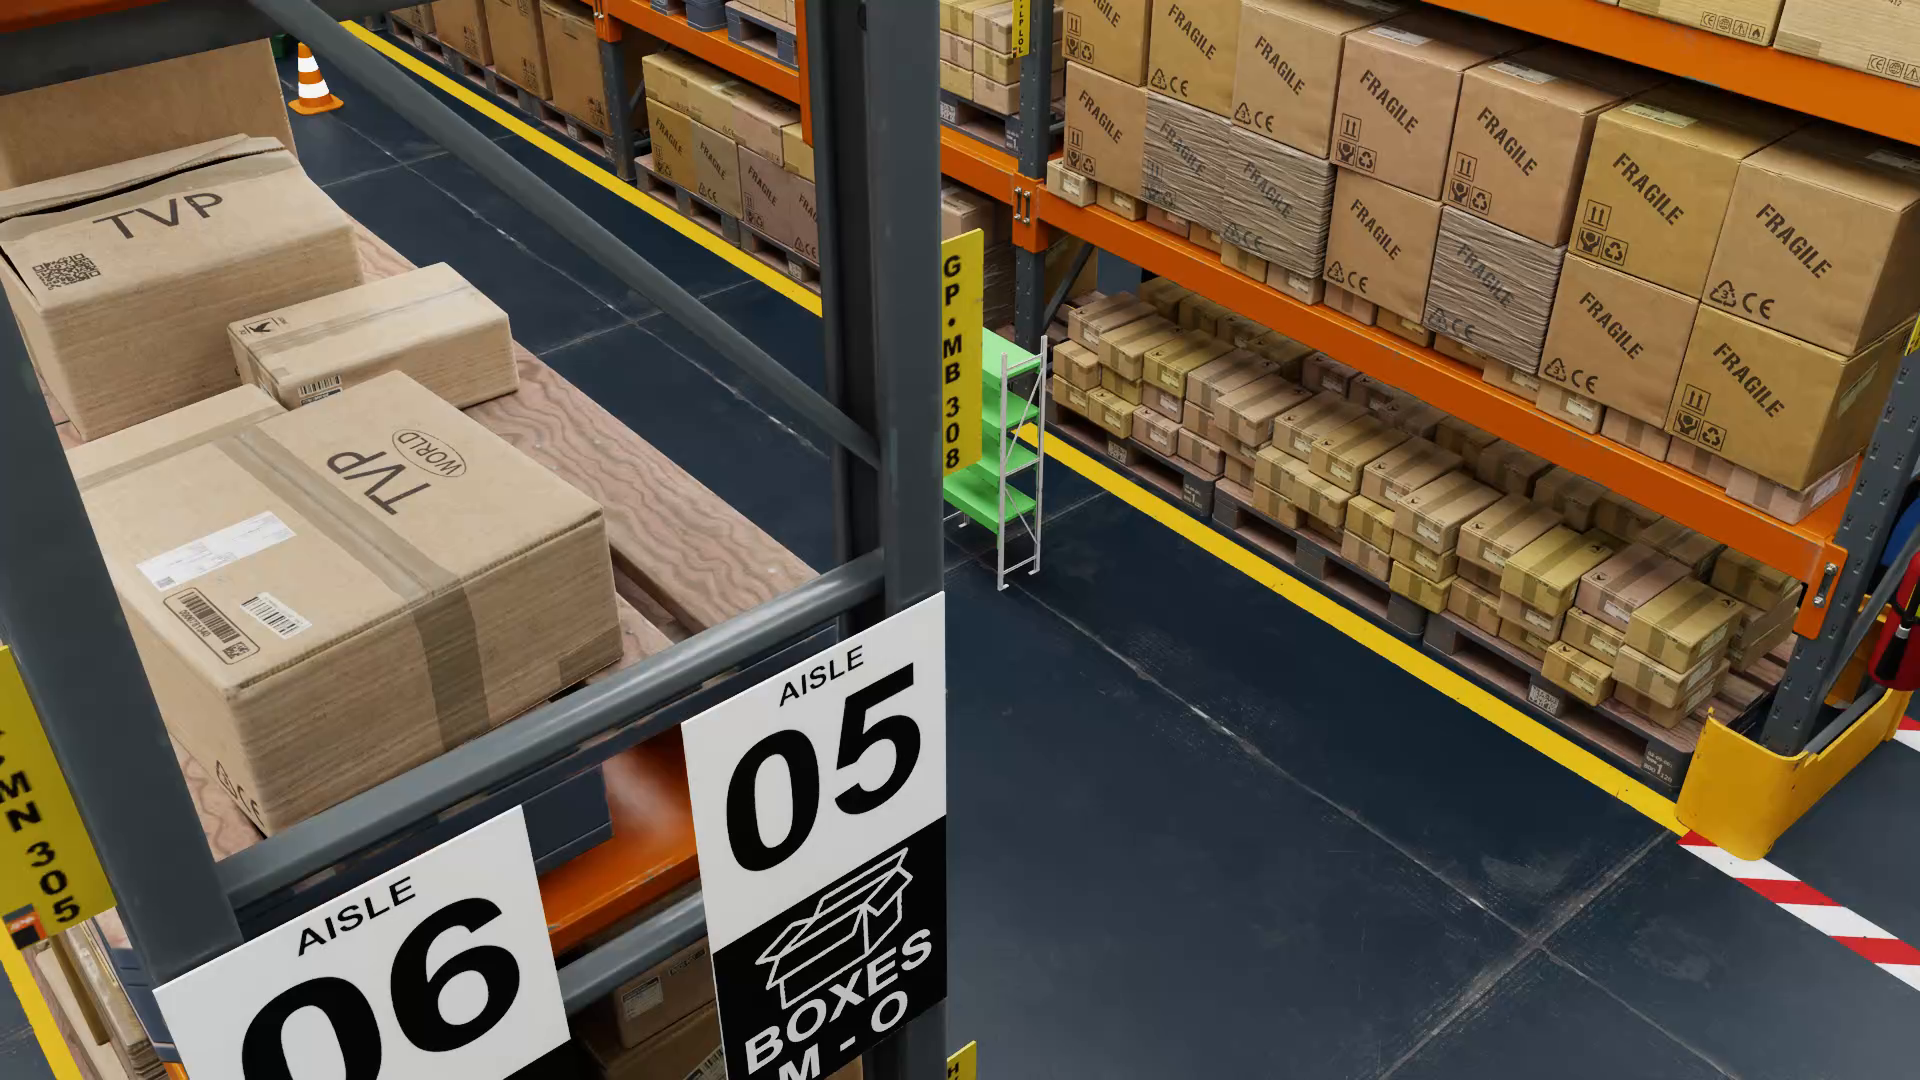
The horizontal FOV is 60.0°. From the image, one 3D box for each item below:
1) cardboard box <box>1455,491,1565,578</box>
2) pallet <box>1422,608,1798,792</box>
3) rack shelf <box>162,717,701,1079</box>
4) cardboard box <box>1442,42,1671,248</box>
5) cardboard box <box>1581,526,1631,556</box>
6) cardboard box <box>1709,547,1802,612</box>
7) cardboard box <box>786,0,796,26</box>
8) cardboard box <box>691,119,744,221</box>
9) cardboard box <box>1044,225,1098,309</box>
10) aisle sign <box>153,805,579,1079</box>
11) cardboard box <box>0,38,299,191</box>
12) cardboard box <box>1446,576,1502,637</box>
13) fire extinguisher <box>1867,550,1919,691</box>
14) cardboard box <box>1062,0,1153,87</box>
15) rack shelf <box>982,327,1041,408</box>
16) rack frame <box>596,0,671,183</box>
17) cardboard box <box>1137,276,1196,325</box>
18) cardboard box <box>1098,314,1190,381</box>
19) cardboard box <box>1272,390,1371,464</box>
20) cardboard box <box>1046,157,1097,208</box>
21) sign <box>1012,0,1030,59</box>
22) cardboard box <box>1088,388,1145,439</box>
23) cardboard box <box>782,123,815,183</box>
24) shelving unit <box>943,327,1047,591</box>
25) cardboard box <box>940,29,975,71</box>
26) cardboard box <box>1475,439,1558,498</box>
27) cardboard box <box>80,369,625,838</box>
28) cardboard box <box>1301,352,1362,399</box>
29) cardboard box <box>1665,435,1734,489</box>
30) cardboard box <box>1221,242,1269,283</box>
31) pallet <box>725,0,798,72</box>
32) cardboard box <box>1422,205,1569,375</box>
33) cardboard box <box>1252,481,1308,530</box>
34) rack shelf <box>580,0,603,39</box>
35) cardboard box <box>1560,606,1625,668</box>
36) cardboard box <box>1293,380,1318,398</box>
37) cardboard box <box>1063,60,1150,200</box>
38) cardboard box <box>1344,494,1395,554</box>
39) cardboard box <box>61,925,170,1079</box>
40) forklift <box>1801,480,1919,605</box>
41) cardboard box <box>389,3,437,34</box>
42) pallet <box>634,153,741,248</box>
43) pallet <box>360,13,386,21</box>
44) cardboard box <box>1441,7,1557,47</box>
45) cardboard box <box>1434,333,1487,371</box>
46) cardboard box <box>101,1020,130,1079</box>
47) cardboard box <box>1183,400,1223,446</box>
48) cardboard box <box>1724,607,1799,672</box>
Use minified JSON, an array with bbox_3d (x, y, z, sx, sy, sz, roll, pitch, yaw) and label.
[{"bbox_3d":[2.240,-0.020,6.771,0.380,0.149,0.250,-28,44,-33],"label":"cardboard box"},{"bbox_3d":[2.731,0.440,6.946,1.003,0.211,1.213,-26,43,-32],"label":"pallet"},{"bbox_3d":[-1.730,-0.215,3.486,1.077,0.370,4.000,-26,43,-32],"label":"rack shelf"},{"bbox_3d":[2.122,-1.422,5.954,0.500,0.500,0.500,-24,42,-30],"label":"cardboard box"},{"bbox_3d":[2.776,0.034,6.953,0.380,0.149,0.250,-25,43,-31],"label":"cardboard box"},{"bbox_3d":[3.198,0.099,6.604,0.380,0.149,0.250,-28,44,-34],"label":"cardboard box"},{"bbox_3d":[-0.727,-2.921,9.133,0.380,0.149,0.250,-28,44,-33],"label":"cardboard box"},{"bbox_3d":[-1.297,-2.348,10.269,0.500,0.500,0.500,-25,43,-31],"label":"cardboard box"},{"bbox_3d":[0.421,-1.635,9.263,0.500,0.500,0.500,-24,42,-30],"label":"cardboard box"},{"bbox_3d":[-0.630,0.685,1.939,0.394,0.787,0.004,-26,43,-32],"label":"aisle sign"},{"bbox_3d":[-1.626,-0.825,3.188,0.500,0.500,0.500,-25,42,-31],"label":"cardboard box"},{"bbox_3d":[2.260,0.216,6.953,0.380,0.149,0.250,-26,43,-31],"label":"cardboard box"},{"bbox_3d":[3.087,0.174,5.298,0.296,0.674,0.183,-26,43,-32],"label":"fire extinguisher"},{"bbox_3d":[0.801,-2.339,7.248,0.500,0.500,0.500,-25,42,-31],"label":"cardboard box"},{"bbox_3d":[0.107,-0.756,7.060,0.258,0.148,0.480,-26,43,-32],"label":"rack shelf"},{"bbox_3d":[-1.886,-3.825,10.555,1.000,3.000,0.127,-26,43,-32],"label":"rack frame"},{"bbox_3d":[1.124,-1.249,8.507,0.380,0.149,0.250,-25,42,-31],"label":"cardboard box"},{"bbox_3d":[0.892,-0.936,8.065,0.380,0.149,0.250,-24,42,-30],"label":"cardboard box"},{"bbox_3d":[1.619,-0.504,7.455,0.380,0.149,0.250,-28,44,-34],"label":"cardboard box"},{"bbox_3d":[0.628,-1.709,7.785,0.380,0.149,0.250,-24,42,-30],"label":"cardboard box"},{"bbox_3d":[0.274,-2.323,7.432,0.100,0.325,0.005,-26,43,-32],"label":"sign"},{"bbox_3d":[0.857,-0.669,8.202,0.380,0.149,0.250,-25,42,-31],"label":"cardboard box"},{"bbox_3d":[-0.652,-2.211,9.427,0.500,0.250,0.500,-28,44,-34],"label":"cardboard box"},{"bbox_3d":[0.107,-0.417,7.300,0.258,1.200,0.503,-26,43,-32],"label":"shelving unit"},{"bbox_3d":[0.117,-2.467,8.234,0.380,0.149,0.250,-26,43,-31],"label":"cardboard box"},{"bbox_3d":[2.469,-0.342,7.226,0.380,0.149,0.250,-24,42,-30],"label":"cardboard box"},{"bbox_3d":[-0.798,0.058,2.157,0.500,0.250,0.500,30,45,35],"label":"cardboard box"},{"bbox_3d":[1.838,-0.815,7.895,0.380,0.149,0.250,-28,44,-34],"label":"cardboard box"},{"bbox_3d":[2.719,-0.353,5.870,0.380,0.149,0.250,-26,43,-32],"label":"cardboard box"},{"bbox_3d":[1.348,-1.267,7.161,0.380,0.149,0.250,-25,42,-31],"label":"cardboard box"},{"bbox_3d":[-0.577,-2.888,9.398,1.003,0.211,1.213,-26,43,-32],"label":"pallet"},{"bbox_3d":[2.127,-1.007,6.232,0.500,0.500,0.500,-26,43,-32],"label":"cardboard box"},{"bbox_3d":[1.553,-0.228,7.580,0.380,0.149,0.250,-27,44,-33],"label":"cardboard box"},{"bbox_3d":[-3.176,-4.414,12.010,1.077,0.370,4.000,-26,43,-32],"label":"rack shelf"},{"bbox_3d":[2.591,0.316,6.555,0.380,0.149,0.250,-27,43,-33],"label":"cardboard box"},{"bbox_3d":[1.778,-0.688,7.973,0.380,0.149,0.250,-25,42,-31],"label":"cardboard box"},{"bbox_3d":[0.823,-1.908,7.505,0.500,0.500,0.500,-27,43,-33],"label":"cardboard box"},{"bbox_3d":[1.886,-0.121,7.172,0.380,0.149,0.250,-24,42,-30],"label":"cardboard box"},{"bbox_3d":[-1.292,0.805,3.066,0.500,0.500,0.500,-26,43,-32],"label":"cardboard box"},{"bbox_3d":[3.967,-1.238,6.962,1.130,2.935,3.031,-29,45,-35],"label":"forklift"},{"bbox_3d":[-3.998,-4.604,13.238,1.050,0.750,0.750,-26,43,-32],"label":"cardboard box"},{"bbox_3d":[-1.383,-2.341,10.873,1.003,0.211,1.213,-26,43,-32],"label":"pallet"},{"bbox_3d":[-4.898,-4.818,14.370,1.003,0.211,1.213,-26,43,-32],"label":"pallet"},{"bbox_3d":[2.209,-1.842,6.547,0.500,0.500,0.500,-28,44,-33],"label":"cardboard box"},{"bbox_3d":[2.087,-0.830,6.544,0.380,0.149,0.250,-28,44,-34],"label":"cardboard box"},{"bbox_3d":[-1.605,0.992,3.667,0.500,0.500,0.500,-25,42,-31],"label":"cardboard box"},{"bbox_3d":[1.274,-0.616,7.870,0.380,0.149,0.250,-28,44,-34],"label":"cardboard box"},{"bbox_3d":[3.183,0.349,6.766,0.380,0.149,0.250,-25,42,-31],"label":"cardboard box"}]
